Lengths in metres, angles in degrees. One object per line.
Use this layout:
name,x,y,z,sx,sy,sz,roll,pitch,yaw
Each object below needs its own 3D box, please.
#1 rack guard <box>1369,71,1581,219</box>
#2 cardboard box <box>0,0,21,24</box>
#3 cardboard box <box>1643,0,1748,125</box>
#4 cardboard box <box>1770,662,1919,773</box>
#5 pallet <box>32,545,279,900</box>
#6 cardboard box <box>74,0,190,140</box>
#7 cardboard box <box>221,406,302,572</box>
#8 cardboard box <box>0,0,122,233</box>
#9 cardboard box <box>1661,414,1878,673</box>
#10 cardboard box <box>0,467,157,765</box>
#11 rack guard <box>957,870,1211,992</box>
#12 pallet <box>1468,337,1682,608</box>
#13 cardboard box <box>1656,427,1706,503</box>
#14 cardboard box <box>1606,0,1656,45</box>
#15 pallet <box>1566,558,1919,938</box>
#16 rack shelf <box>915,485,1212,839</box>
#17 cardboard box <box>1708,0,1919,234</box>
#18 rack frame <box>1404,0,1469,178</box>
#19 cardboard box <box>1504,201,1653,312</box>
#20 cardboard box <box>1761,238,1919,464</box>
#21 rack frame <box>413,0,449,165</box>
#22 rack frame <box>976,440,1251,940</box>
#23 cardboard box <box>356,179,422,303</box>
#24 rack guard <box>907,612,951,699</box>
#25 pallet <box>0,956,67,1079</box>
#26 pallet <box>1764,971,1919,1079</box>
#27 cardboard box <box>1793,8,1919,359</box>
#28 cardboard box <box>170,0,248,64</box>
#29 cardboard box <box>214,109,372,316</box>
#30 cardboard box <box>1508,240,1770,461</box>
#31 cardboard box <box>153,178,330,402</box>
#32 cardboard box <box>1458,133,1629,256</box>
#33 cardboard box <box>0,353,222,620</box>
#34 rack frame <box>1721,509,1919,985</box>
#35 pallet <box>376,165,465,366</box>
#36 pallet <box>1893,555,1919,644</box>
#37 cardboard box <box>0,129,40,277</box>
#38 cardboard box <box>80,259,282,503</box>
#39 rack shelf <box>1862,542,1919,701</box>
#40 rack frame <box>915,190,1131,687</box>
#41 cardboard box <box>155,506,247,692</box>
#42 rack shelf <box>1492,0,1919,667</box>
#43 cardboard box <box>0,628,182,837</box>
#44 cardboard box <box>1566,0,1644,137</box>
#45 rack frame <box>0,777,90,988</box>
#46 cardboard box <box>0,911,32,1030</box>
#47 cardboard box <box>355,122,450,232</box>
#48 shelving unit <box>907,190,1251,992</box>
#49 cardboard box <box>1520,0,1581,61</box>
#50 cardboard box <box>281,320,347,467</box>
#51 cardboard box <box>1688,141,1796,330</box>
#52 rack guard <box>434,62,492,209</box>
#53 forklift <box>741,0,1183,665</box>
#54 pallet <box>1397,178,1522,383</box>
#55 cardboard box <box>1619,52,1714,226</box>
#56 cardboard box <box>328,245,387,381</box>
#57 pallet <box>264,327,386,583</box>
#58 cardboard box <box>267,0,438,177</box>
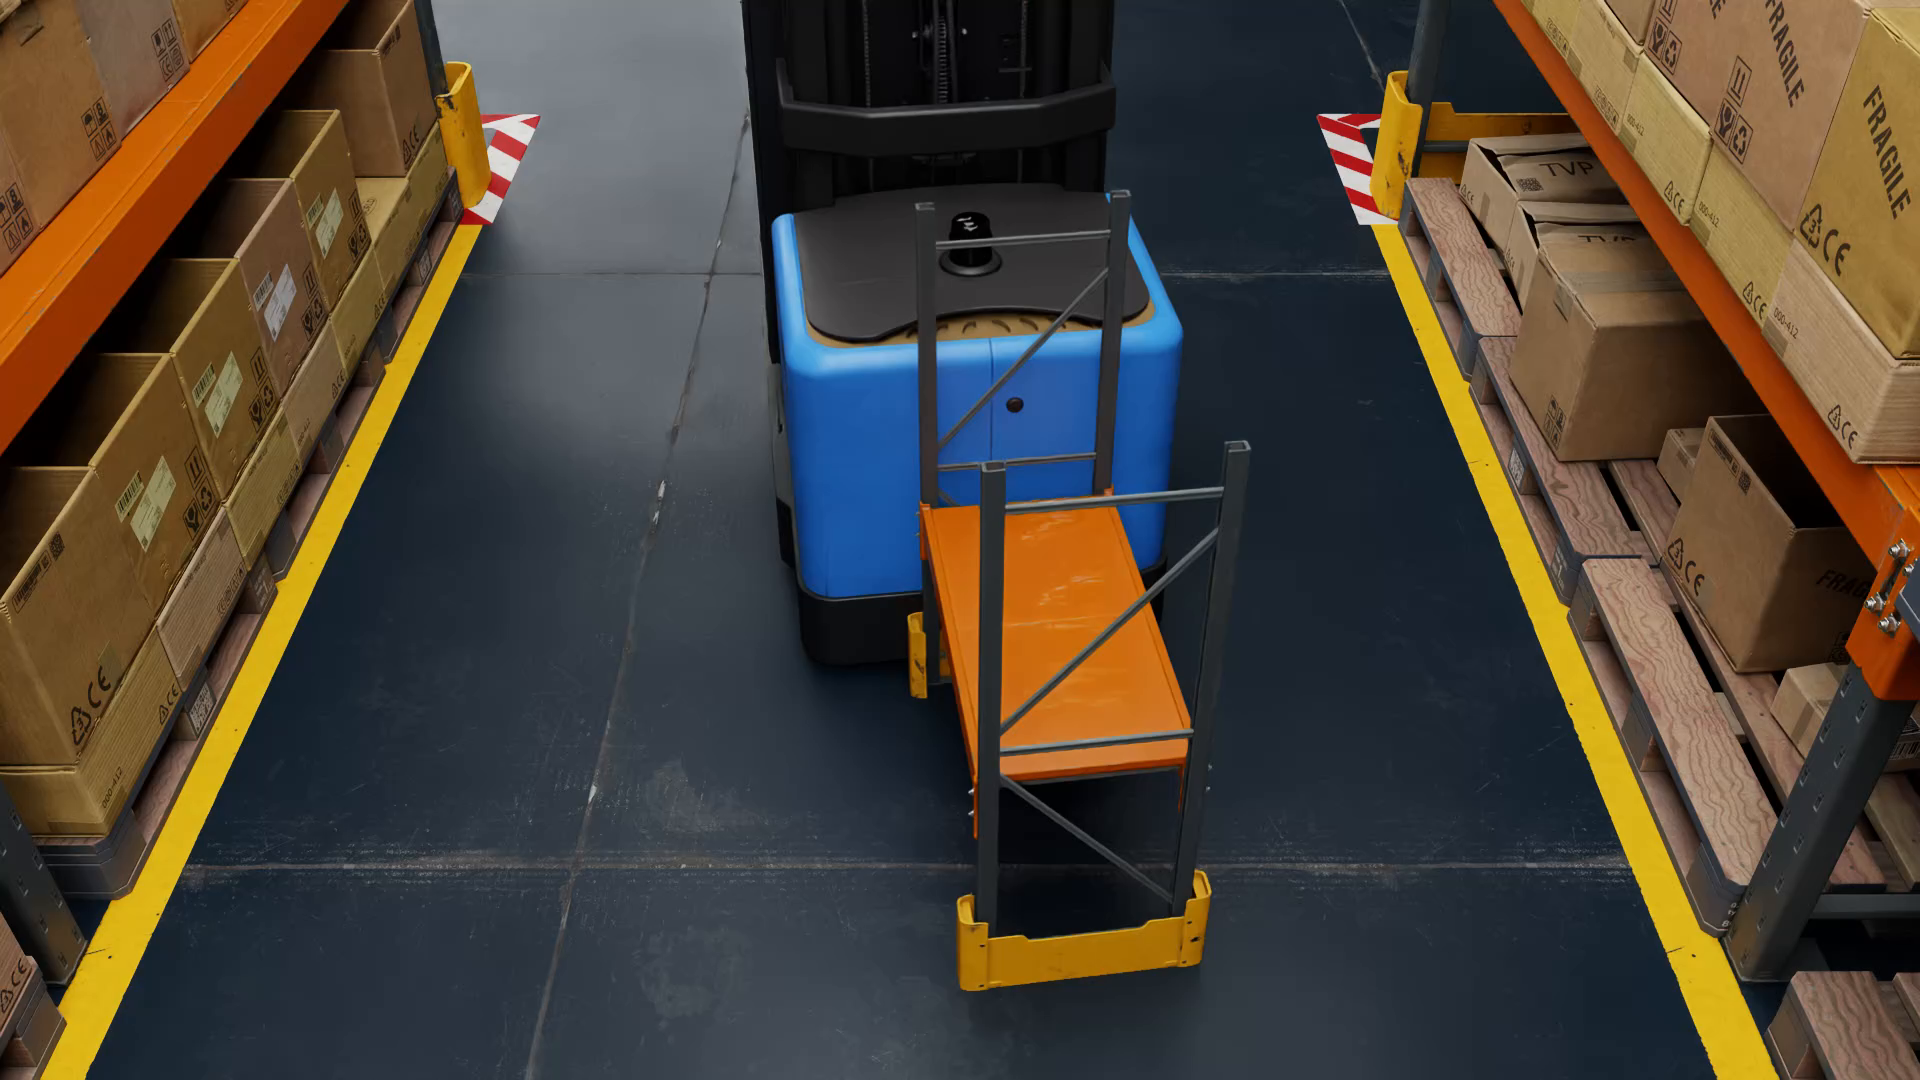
rack guard,2.341,-1.636,6.891,1.175,0.500,0.348,0,39,0
cardboard box,-2.417,-1.251,3.813,0.380,0.149,0.250,-1,39,-2
cardboard box,2.040,-1.322,4.005,0.500,0.500,0.500,-1,39,-1
cardboard box,2.315,0.442,4.213,0.380,0.166,0.250,-5,39,-6
pallet,-2.567,0.439,4.533,1.003,0.211,1.213,0,39,0
cardboard box,-2.620,-1.432,4.558,0.700,0.500,0.500,1,39,1
cardboard box,-2.296,-0.158,4.911,0.500,0.250,0.500,0,39,0
cardboard box,-2.619,-1.111,4.158,0.700,0.500,0.500,1,39,1
cardboard box,2.305,-0.003,4.502,0.500,0.500,0.500,-3,39,-3
cardboard box,-2.295,0.175,3.896,0.500,0.500,0.500,0,39,0
rack guard,0.287,0.918,3.904,0.587,0.250,0.087,-5,39,-6
pallet,2.305,-0.254,5.398,1.003,0.211,1.213,0,39,0
cardboard box,2.364,-0.217,5.050,0.380,0.149,0.250,-3,39,-4
cardboard box,2.039,-1.647,4.411,0.500,0.500,0.500,1,39,1
pallet,2.310,0.511,4.444,1.003,0.211,1.213,0,39,0
rack shelf,0.217,0.257,4.018,0.538,0.185,1.000,-5,39,-6
cardboard box,2.030,-1.007,3.612,0.500,0.500,0.500,0,39,0
rack frame,2.341,-2.659,6.169,1.000,3.000,0.127,0,39,0
cardboard box,2.253,-0.992,5.887,0.500,0.311,0.500,3,39,4
cardboard box,2.042,-0.403,3.458,0.500,0.250,0.500,0,39,0
rack frame,-2.613,-2.653,6.162,1.000,3.000,0.127,0,39,0
rack frame,0.287,0.431,3.513,0.500,1.500,0.032,-5,39,-6
cardboard box,-2.304,-1.096,6.082,0.500,0.250,0.500,0,39,0
rack guard,0.149,0.301,4.674,0.587,0.250,0.087,-5,39,-6
pallet,-2.568,1.397,3.337,1.003,0.211,1.213,0,39,0
pallet,2.348,1.418,3.312,1.003,0.211,1.213,0,39,0
cardboard box,2.036,-0.695,3.222,0.500,0.500,0.500,0,39,0
cardboard box,-2.625,-1.761,4.969,0.700,0.500,0.500,0,39,0
cardboard box,-2.299,-1.076,5.457,0.500,0.500,0.500,0,39,0
cardboard box,2.203,-0.607,5.256,0.700,0.500,0.500,-2,39,-3
cardboard box,-2.299,-0.763,5.067,0.500,0.500,0.500,0,39,0
cardboard box,2.252,-1.348,6.332,0.500,0.311,0.500,-4,39,-5
cardboard box,-2.304,-0.138,4.287,0.500,0.500,0.500,0,39,0
rack frame,2.346,-0.157,3.048,1.000,3.000,0.127,0,39,0
pallet,-2.570,-1.086,6.437,1.003,0.211,1.213,0,39,0
pallet,2.201,0.396,2.511,1.003,0.211,1.213,0,39,0
cardboard box,-2.622,-0.798,3.767,0.700,0.500,0.500,0,39,-1
cardboard box,-2.297,-0.450,4.677,0.500,0.500,0.500,0,39,0
rack shelf,2.348,1.374,1.712,1.077,0.370,4.000,0,39,0
rack frame,0.146,-0.199,4.298,0.500,1.500,0.032,-5,39,-6
cardboard box,-2.301,0.155,4.521,0.500,0.250,0.500,0,39,0
rack shelf,2.343,-1.127,4.833,1.077,0.370,4.000,0,39,0
cardboard box,-2.305,0.468,4.131,0.500,0.250,0.500,0,39,0
cardboard box,2.032,-1.343,4.631,0.500,0.250,0.500,0,39,0
rack frame,-2.608,-0.151,3.040,1.000,3.000,0.127,0,39,0
cardboard box,-2.318,1.017,3.445,0.500,0.250,0.500,0,39,0
cardboard box,-2.316,-1.409,6.472,0.500,0.250,0.500,0,39,0
shelving unit,0.218,0.122,3.899,0.587,1.500,1.083,-5,39,-6
cardboard box,2.034,-1.659,5.026,0.500,0.250,0.500,-1,39,-1
cardboard box,-2.303,-0.470,5.301,0.500,0.250,0.500,0,39,0
cardboard box,2.050,-0.714,3.846,0.500,0.250,0.500,0,39,0
rack guard,-2.613,-1.692,6.962,1.175,0.500,0.348,0,39,0
forklift,-0.126,-1.709,5.039,1.130,2.935,3.031,-5,39,-6
pallet,2.307,-1.015,6.348,1.003,0.211,1.213,0,39,0
cardboard box,2.034,-1.029,4.239,0.500,0.250,0.500,0,39,0
cardboard box,-2.302,-0.783,5.692,0.500,0.250,0.500,0,39,0
pallet,-2.571,-0.325,5.487,1.003,0.211,1.213,0,39,0
cardboard box,-2.314,-1.701,6.237,0.500,0.500,0.500,0,39,0
